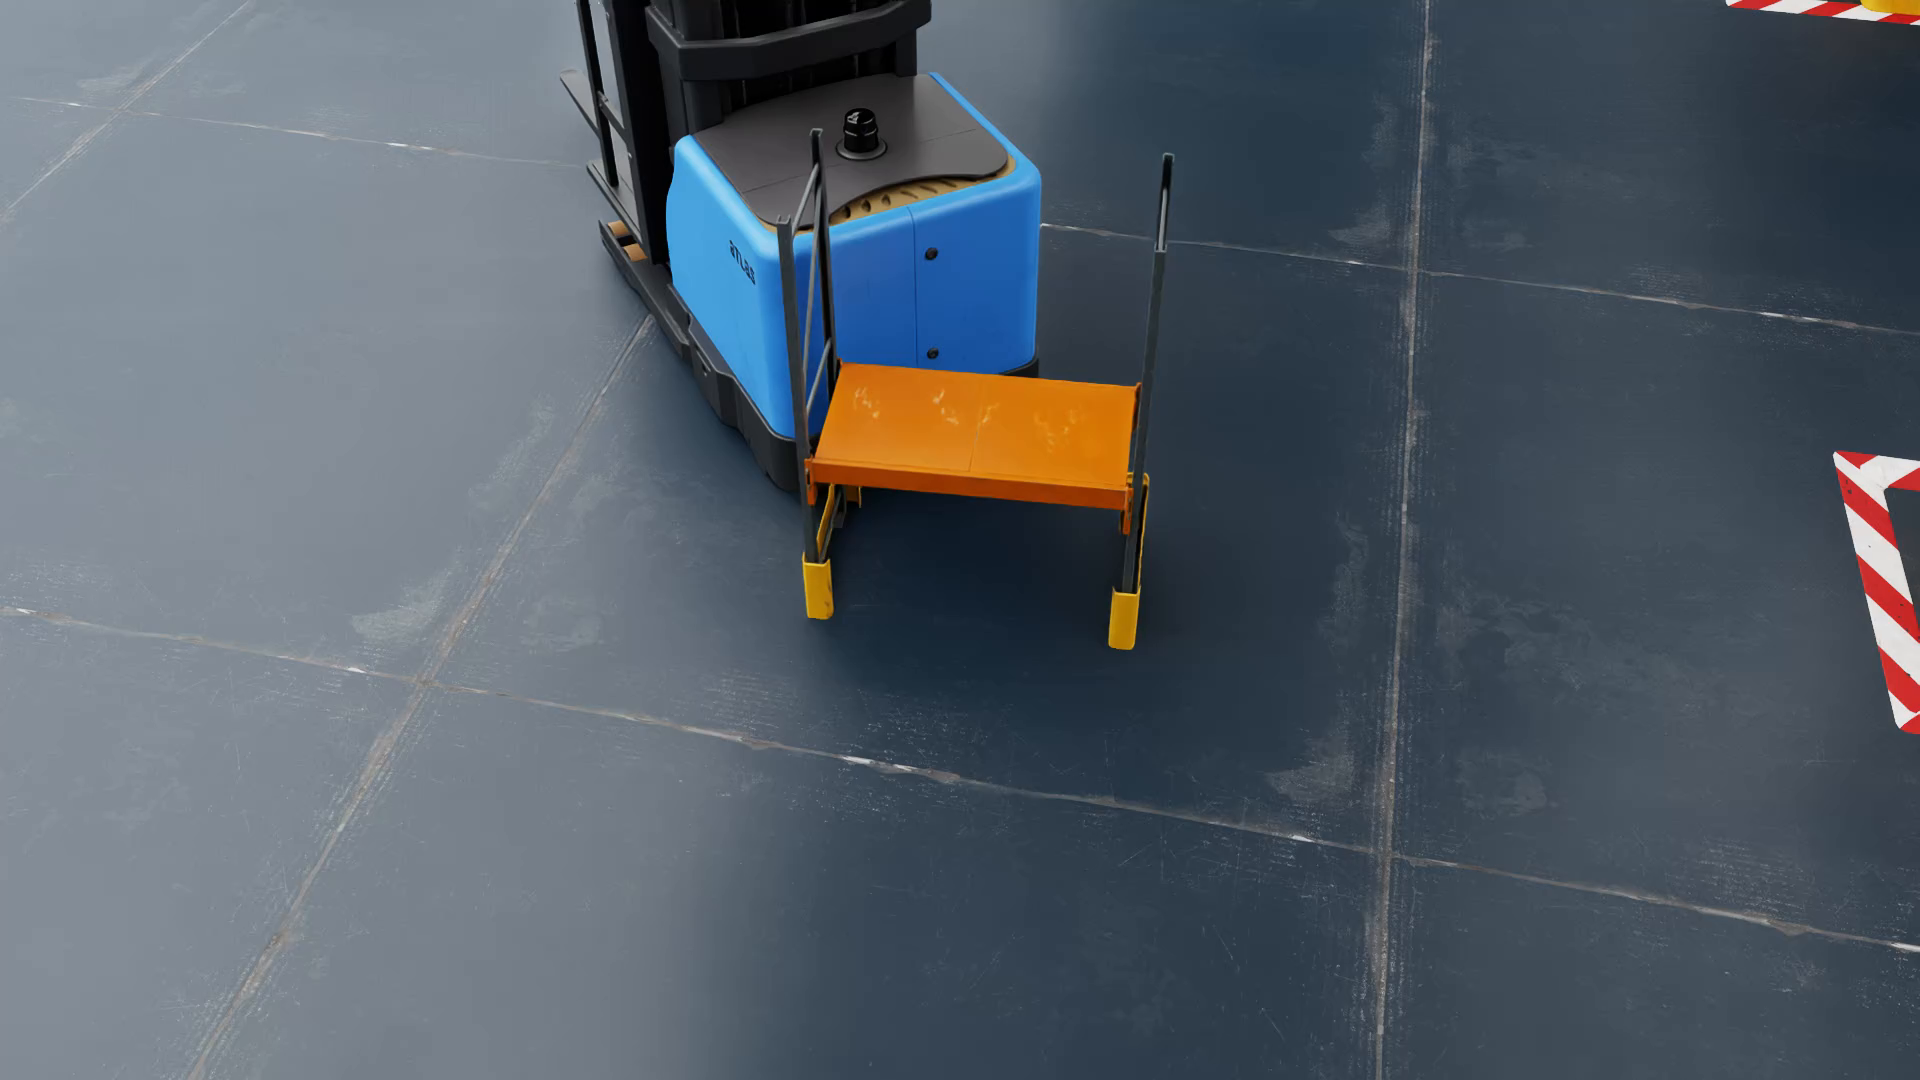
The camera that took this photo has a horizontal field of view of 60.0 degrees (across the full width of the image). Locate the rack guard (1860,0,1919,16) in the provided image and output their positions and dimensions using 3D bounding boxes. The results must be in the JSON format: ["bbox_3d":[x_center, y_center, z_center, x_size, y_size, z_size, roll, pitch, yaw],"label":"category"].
[{"bbox_3d":[4.969,-3.284,8.802,0.348,0.500,1.175,9,45,9],"label":"rack guard"}]

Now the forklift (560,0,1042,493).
[{"bbox_3d":[-0.845,-2.240,5.964,1.130,2.935,3.031,-20,47,-20],"label":"forklift"}]

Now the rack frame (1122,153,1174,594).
[{"bbox_3d":[0.561,-0.388,5.071,0.032,1.500,0.500,5,44,6],"label":"rack frame"}]

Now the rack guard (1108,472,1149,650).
[{"bbox_3d":[0.560,0.062,5.505,0.087,0.250,0.587,5,44,6],"label":"rack guard"}]

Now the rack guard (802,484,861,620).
[{"bbox_3d":[-0.427,-0.030,5.601,0.087,0.250,0.587,5,44,6],"label":"rack guard"}]

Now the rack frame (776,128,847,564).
[{"bbox_3d":[-0.447,-0.483,5.170,0.032,1.500,0.500,5,44,6],"label":"rack frame"}]

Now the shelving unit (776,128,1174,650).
[{"bbox_3d":[0.066,-0.434,5.120,1.083,1.500,0.587,5,44,6],"label":"shelving unit"}]

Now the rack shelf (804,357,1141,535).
[{"bbox_3d":[0.057,-0.306,5.245,1.000,0.185,0.538,5,44,6],"label":"rack shelf"}]
